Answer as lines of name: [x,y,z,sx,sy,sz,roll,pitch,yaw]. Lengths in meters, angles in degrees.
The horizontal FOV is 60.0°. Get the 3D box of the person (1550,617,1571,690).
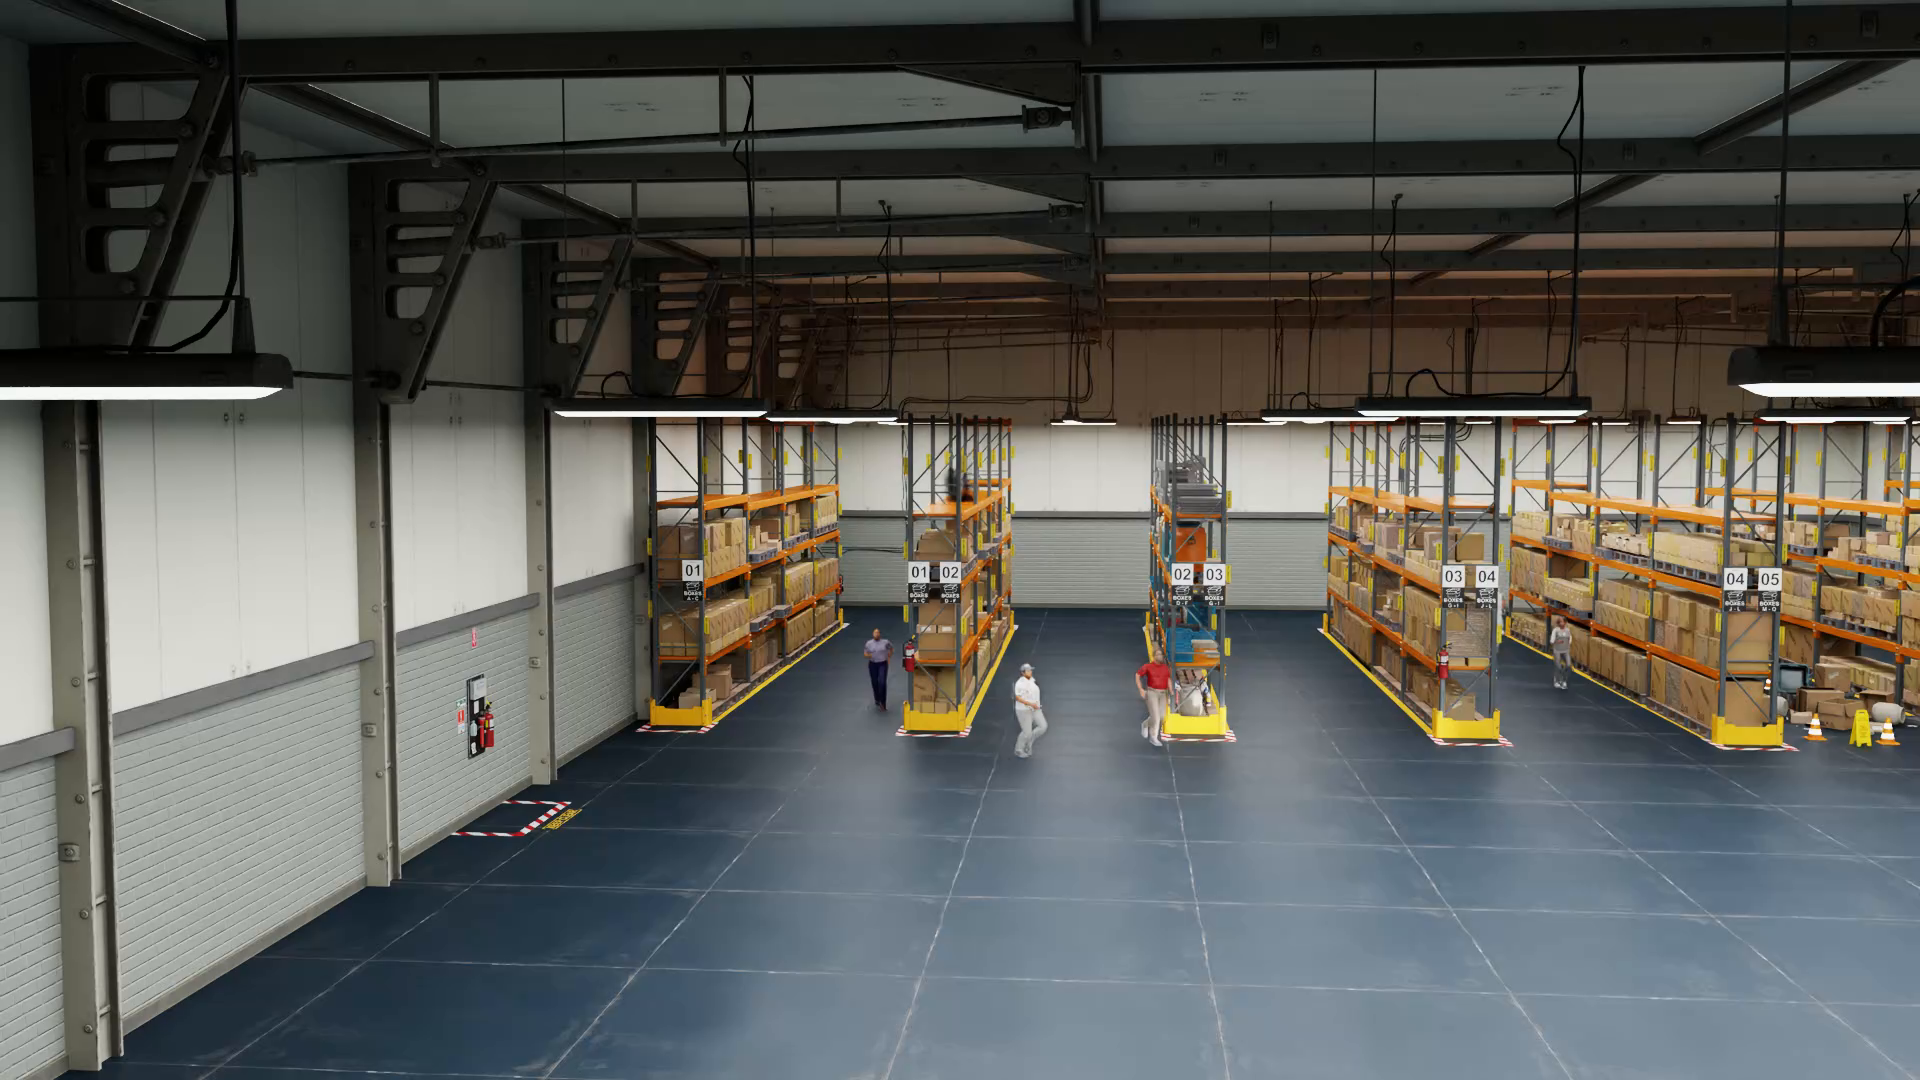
person: [13.168,2.482,36.358,0.515,1.604,0.625,0,4,1]

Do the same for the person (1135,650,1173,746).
person: [3.583,2.857,30.300,0.714,1.701,0.688,-2,4,-28]

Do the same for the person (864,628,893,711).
person: [-1.672,2.635,33.896,0.583,1.707,0.746,0,4,5]

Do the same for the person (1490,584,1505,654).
person: [13.640,1.968,42.448,0.633,1.842,0.743,0,4,6]

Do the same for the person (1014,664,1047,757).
person: [1.209,2.960,28.959,0.570,1.627,0.618,3,5,39]
